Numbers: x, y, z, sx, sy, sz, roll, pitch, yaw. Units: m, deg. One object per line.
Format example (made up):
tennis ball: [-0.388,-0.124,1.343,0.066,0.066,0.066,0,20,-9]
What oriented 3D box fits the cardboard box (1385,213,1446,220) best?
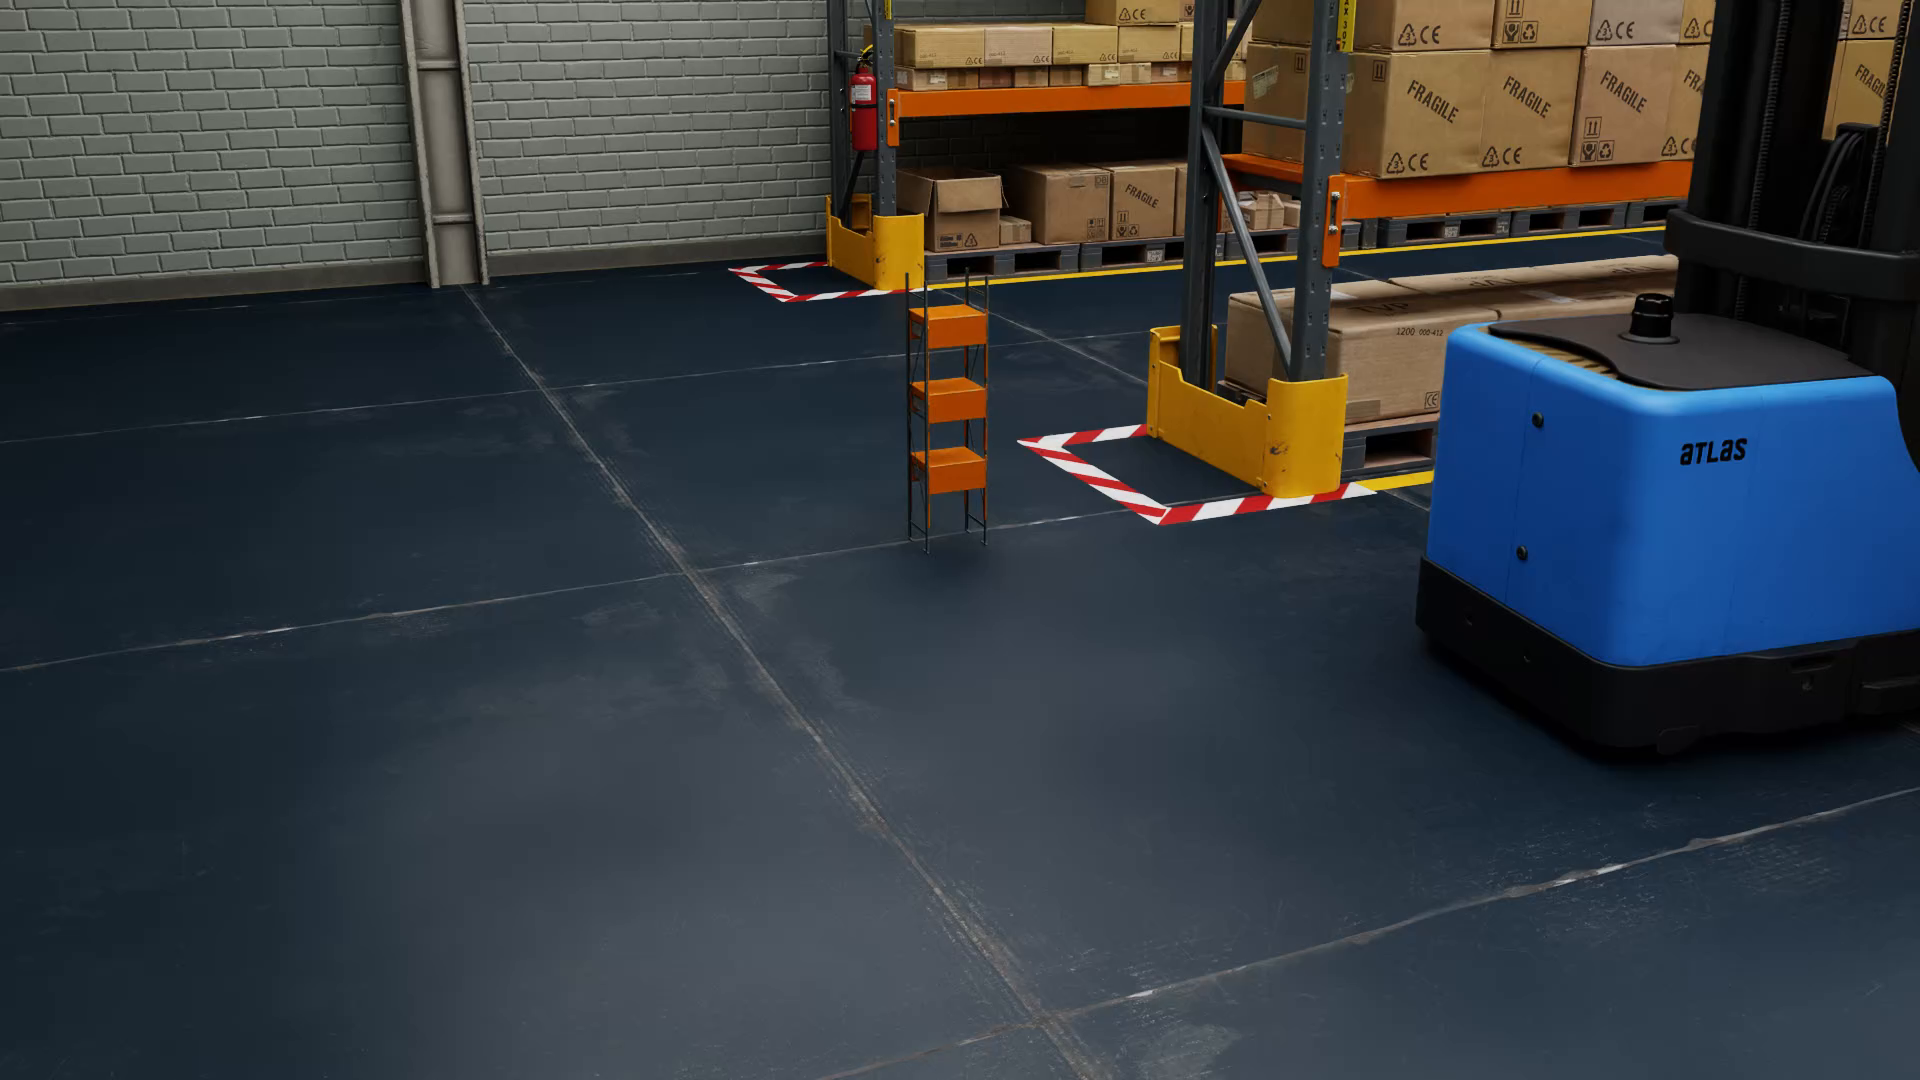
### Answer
cardboard box: [3.522,-2.839,13.201,0.500,0.500,0.500,-7,21,-20]

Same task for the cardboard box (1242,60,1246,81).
cardboard box: [2.085,-3.479,12.265,0.250,0.149,0.380,-8,21,-21]

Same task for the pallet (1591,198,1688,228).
pallet: [5.961,-2.949,14.581,1.213,0.211,1.003,-8,21,-22]

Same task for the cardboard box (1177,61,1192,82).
cardboard box: [1.580,-3.437,12.146,0.250,0.149,0.380,-8,21,-21]

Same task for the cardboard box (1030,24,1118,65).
cardboard box: [0.766,-3.480,11.668,0.500,0.250,0.500,-9,21,-23]

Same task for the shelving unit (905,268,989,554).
shelving unit: [-0.049,-0.488,6.328,0.252,1.050,0.215,-8,21,-22]

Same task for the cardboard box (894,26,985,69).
cardboard box: [-0.161,-3.346,11.287,0.500,0.250,0.500,-8,21,-22]

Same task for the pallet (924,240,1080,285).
pallet: [0.117,-2.099,12.166,1.213,0.211,1.003,-8,21,-22]

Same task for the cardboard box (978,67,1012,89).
cardboard box: [0.169,-3.233,11.566,0.250,0.149,0.380,-8,21,-23]

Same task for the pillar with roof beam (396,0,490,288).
pillar with roof beam: [-1.812,-4.736,6.424,0.400,9.000,9.100,-8,21,-22]

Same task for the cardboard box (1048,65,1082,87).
cardboard box: [0.667,-3.284,11.711,0.250,0.149,0.380,-8,21,-21]

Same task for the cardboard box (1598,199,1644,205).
cardboard box: [5.415,-3.117,13.990,0.500,0.500,0.500,-7,21,-20]

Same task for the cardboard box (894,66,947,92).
cardboard box: [-0.274,-3.140,11.302,0.250,0.149,0.380,-8,21,-22]

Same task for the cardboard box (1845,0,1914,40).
cardboard box: [4.165,-2.620,7.791,0.500,0.500,0.500,-8,21,-23]

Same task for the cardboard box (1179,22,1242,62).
cardboard box: [1.700,-3.621,12.069,0.500,0.250,0.500,-8,21,-22]

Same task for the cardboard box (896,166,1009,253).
cardboard box: [-0.085,-2.371,11.867,0.637,0.503,0.797,-9,21,-24]

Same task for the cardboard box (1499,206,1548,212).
cardboard box: [4.467,-2.977,13.591,0.500,0.500,0.500,-9,21,-24]

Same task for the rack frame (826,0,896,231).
rack frame: [-0.684,-3.299,11.375,0.127,3.000,1.000,-8,21,-22]

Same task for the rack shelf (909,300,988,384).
rack shelf: [-0.049,-0.746,6.237,0.240,0.259,0.215,-8,21,-22]

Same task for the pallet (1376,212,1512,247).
pallet: [3.720,-2.628,13.670,1.213,0.211,1.003,-8,21,-22]

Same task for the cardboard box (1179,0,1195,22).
cardboard box: [1.516,-4.134,12.395,0.500,0.500,0.500,-9,21,-23]

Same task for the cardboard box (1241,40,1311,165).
cardboard box: [1.623,-1.977,7.470,0.500,0.500,0.500,-8,21,-22]

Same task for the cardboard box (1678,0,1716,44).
cardboard box: [3.238,-2.487,7.413,0.500,0.500,0.500,-8,21,-22]

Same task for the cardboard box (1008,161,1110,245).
cardboard box: [0.715,-2.470,12.153,0.500,0.500,0.700,-7,21,-20]

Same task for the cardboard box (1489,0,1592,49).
cardboard box: [2.310,-2.351,7.027,0.500,0.500,0.500,-9,21,-23]

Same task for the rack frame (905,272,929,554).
rack frame: [-0.161,-0.472,6.282,0.008,1.050,0.200,-8,21,-22]

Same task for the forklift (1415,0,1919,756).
forklift: [3.085,-1.037,5.053,3.031,2.935,1.130,-6,20,-16]

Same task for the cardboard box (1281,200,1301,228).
cardboard box: [2.593,-2.516,12.811,0.250,0.149,0.380,-9,21,-24]

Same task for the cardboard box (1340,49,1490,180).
cardboard box: [1.840,-1.809,6.992,0.500,0.500,0.500,-8,21,-22]

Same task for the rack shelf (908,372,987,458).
rack shelf: [-0.049,-0.478,6.331,0.240,0.259,0.215,-8,21,-22]

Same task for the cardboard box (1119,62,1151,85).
cardboard box: [1.162,-3.335,11.856,0.250,0.149,0.380,-8,21,-21]

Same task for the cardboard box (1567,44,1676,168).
cardboard box: [2.767,-1.945,7.379,0.500,0.500,0.500,-8,21,-22]

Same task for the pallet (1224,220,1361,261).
pallet: [2.357,-2.420,13.077,1.213,0.211,1.003,-8,21,-22]

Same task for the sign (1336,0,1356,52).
sign: [1.500,-2.062,6.438,0.005,0.325,0.100,-8,21,-22]

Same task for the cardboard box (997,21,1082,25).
cardboard box: [0.563,-3.641,12.125,0.500,0.250,0.500,-7,21,-20]

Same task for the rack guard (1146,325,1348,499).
rack guard: [1.263,-0.604,7.484,0.348,0.500,1.175,-8,21,-22]

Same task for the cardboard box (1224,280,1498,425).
cardboard box: [1.852,-0.893,7.767,0.875,0.438,0.875,-9,21,-24]

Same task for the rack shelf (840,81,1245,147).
rack shelf: [1.152,-3.223,12.242,4.000,0.370,1.077,-8,21,-22]

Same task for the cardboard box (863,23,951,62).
cardboard box: [-0.367,-3.510,11.752,0.500,0.250,0.500,-8,21,-20]

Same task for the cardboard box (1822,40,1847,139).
cardboard box: [3.707,-2.080,7.763,0.500,0.500,0.500,-8,21,-23]

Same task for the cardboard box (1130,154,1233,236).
cardboard box: [1.668,-2.607,12.541,0.500,0.500,0.700,-9,21,-24]

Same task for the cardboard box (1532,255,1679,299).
cardboard box: [3.517,-1.134,8.451,0.875,0.438,0.875,-9,21,-24]
